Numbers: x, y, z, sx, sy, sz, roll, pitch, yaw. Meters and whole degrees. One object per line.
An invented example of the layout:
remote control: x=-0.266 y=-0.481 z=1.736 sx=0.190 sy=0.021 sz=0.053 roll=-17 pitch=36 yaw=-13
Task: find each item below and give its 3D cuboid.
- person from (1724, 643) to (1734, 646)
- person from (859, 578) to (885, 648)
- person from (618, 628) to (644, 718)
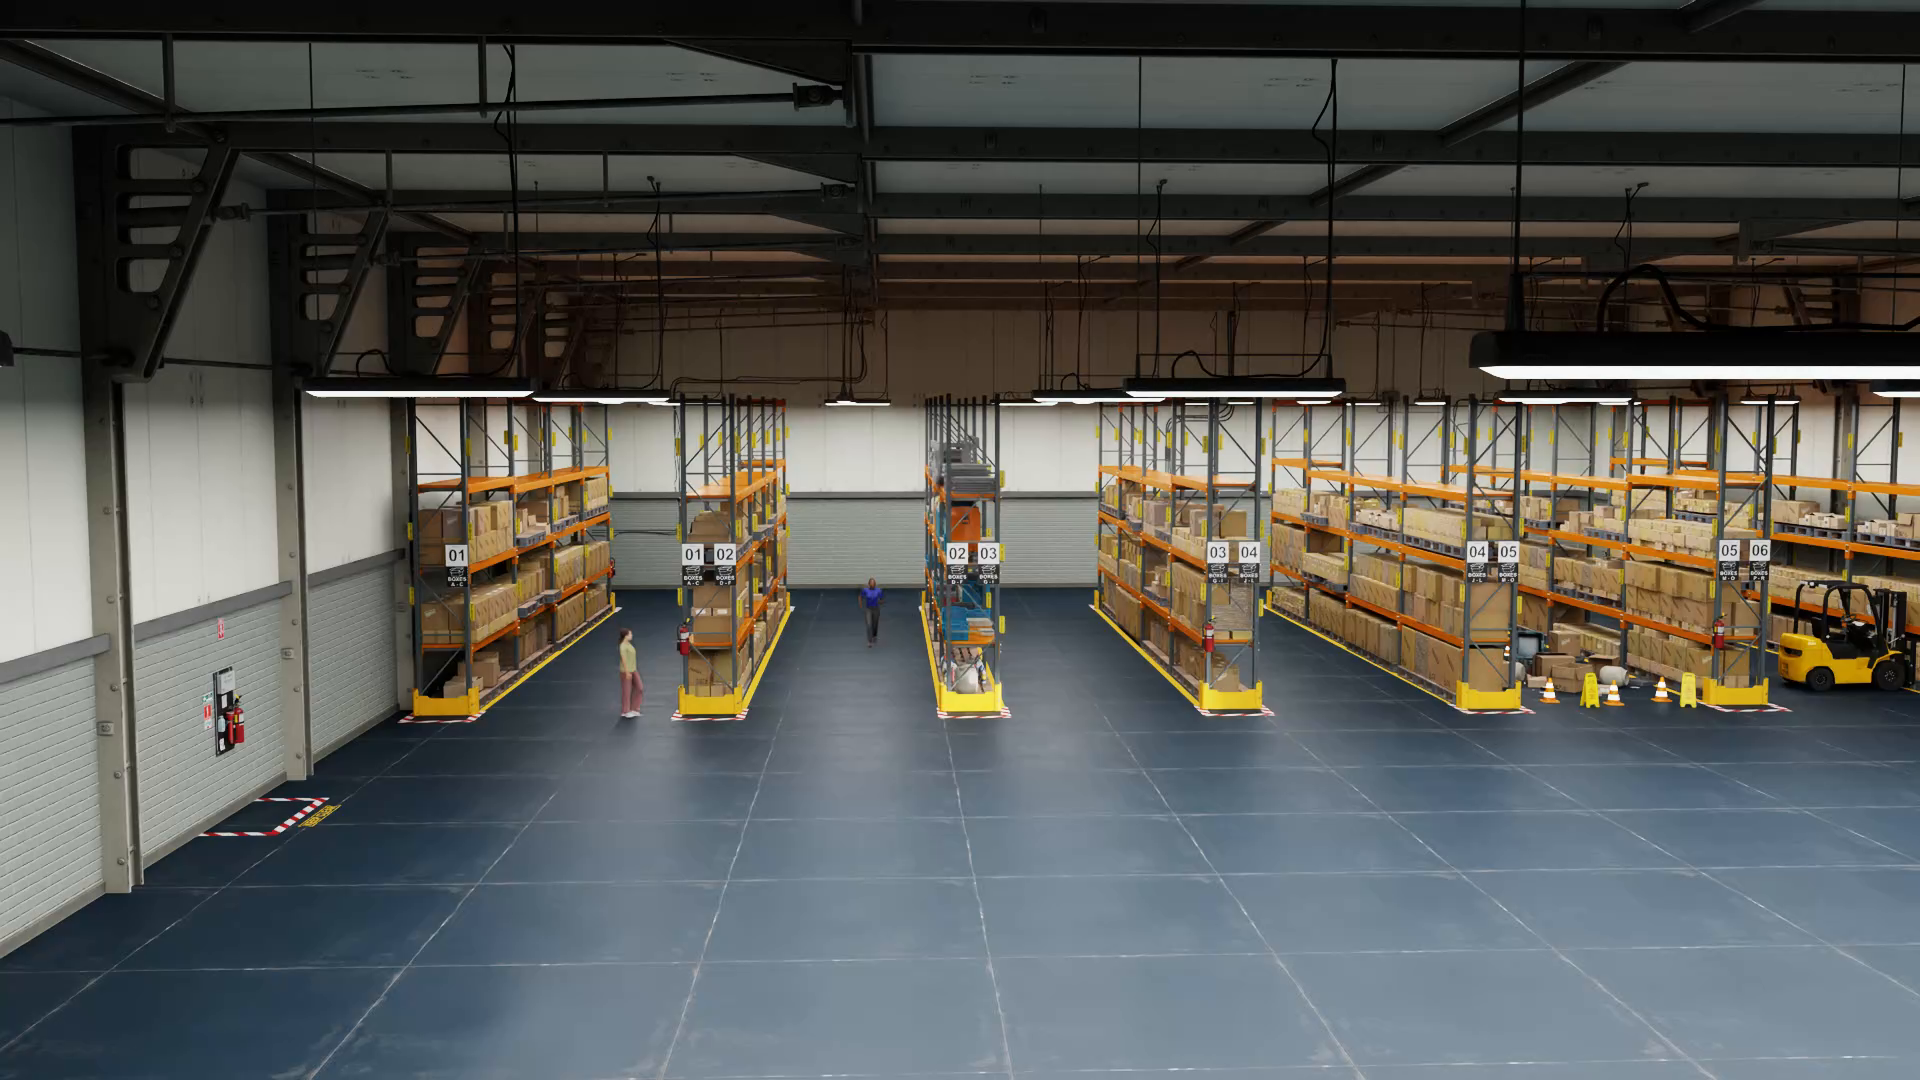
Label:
person: x=16.735 y=1.970 z=36.338 sx=0.475 sy=1.782 sz=0.636 roll=3 pitch=5 yaw=32
person: x=-2.123 y=1.731 z=39.971 sx=0.627 sy=1.592 sz=1.028 roll=0 pitch=5 yaw=-2
person: x=-6.151 y=2.482 z=30.878 sx=0.404 sy=1.706 sz=0.485 roll=2 pitch=5 yaw=22
